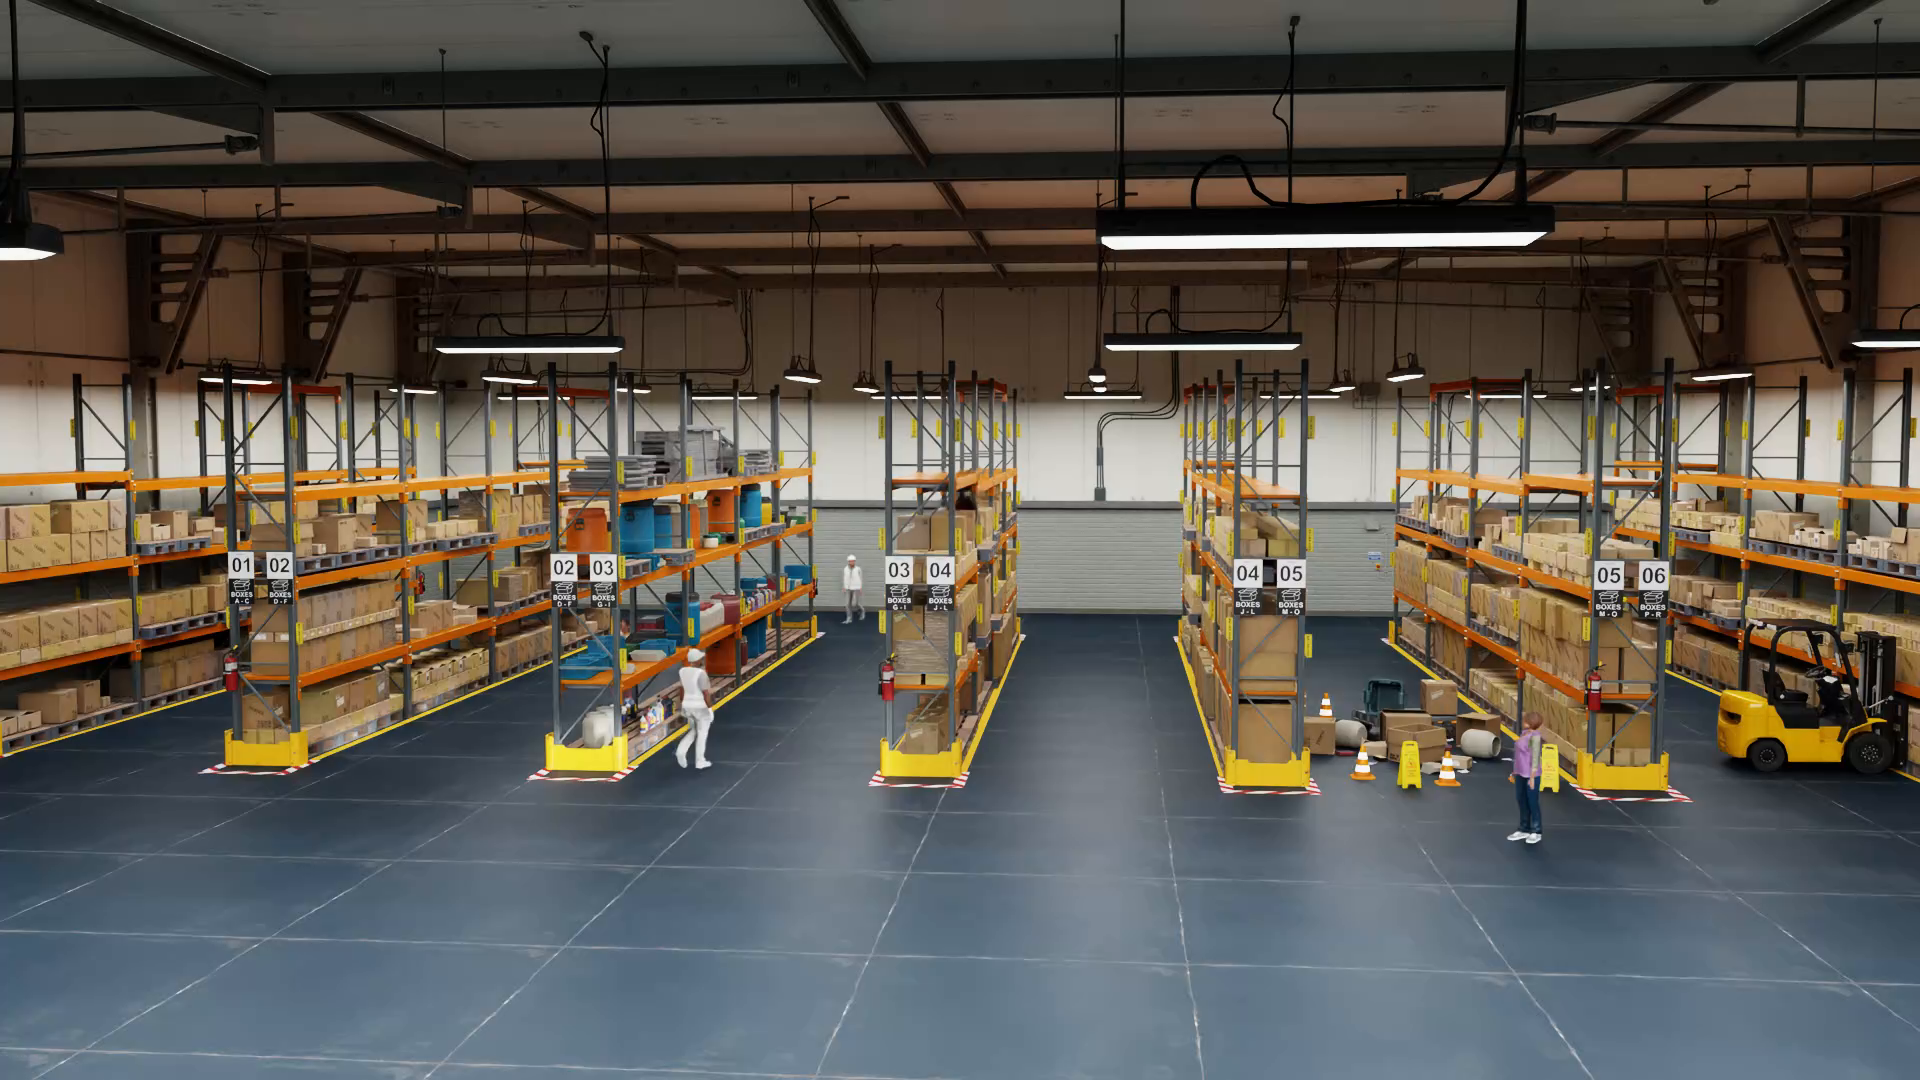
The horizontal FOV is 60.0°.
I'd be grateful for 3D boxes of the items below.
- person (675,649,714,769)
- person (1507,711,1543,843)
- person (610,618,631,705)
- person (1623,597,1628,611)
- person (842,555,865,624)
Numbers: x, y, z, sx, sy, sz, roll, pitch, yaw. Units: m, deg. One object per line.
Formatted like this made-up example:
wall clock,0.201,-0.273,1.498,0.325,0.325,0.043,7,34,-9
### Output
person,-3.910,2.485,24.583,0.606,1.774,0.480,3,5,38
person,6.905,2.878,20.249,0.360,1.621,0.497,-1,4,-19
person,-5.979,2.241,29.567,0.502,1.704,0.409,2,4,29
person,13.014,1.960,32.935,0.460,1.770,0.605,1,4,16
person,-2.791,1.270,43.122,0.517,1.767,0.617,2,4,32
